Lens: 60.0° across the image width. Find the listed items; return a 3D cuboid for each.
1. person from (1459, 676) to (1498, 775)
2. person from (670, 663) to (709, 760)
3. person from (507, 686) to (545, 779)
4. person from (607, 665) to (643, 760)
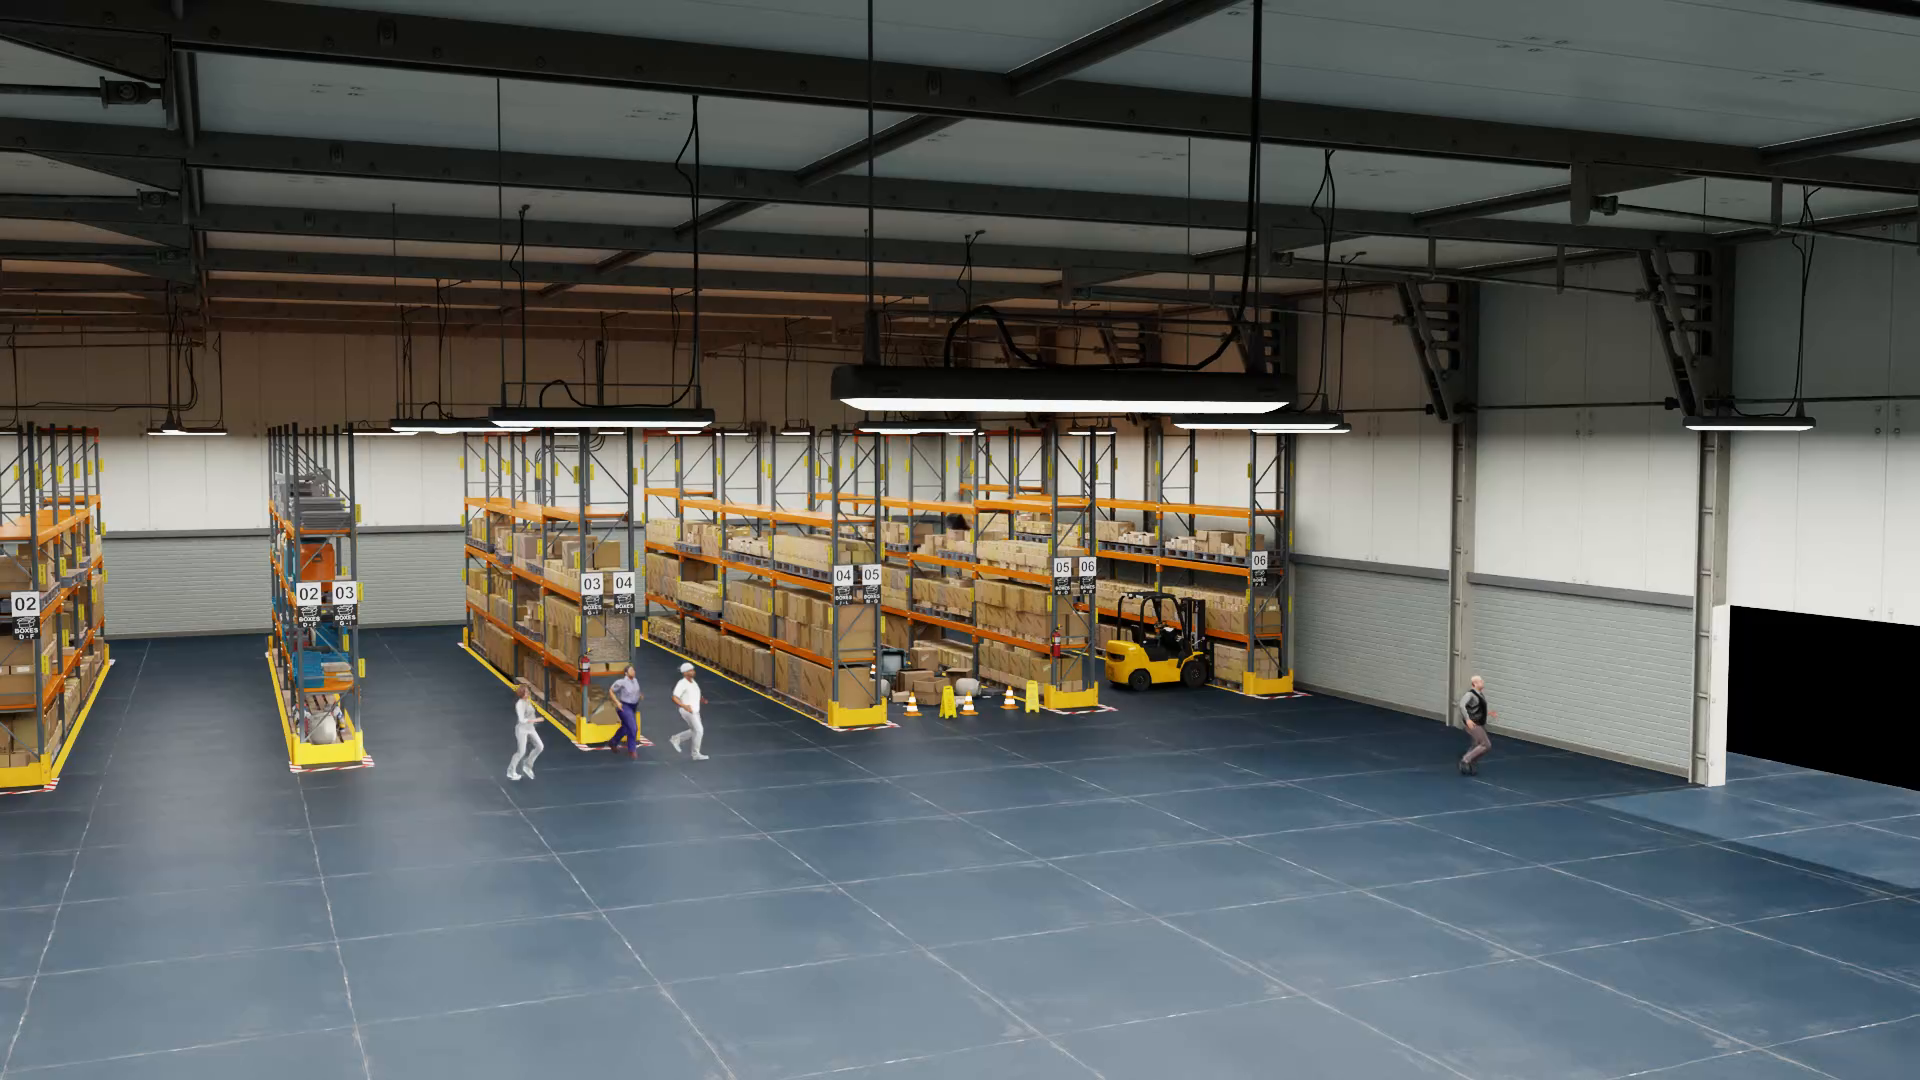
[{"bbox_3d":[8.801,3.185,28.234,0.601,1.613,0.667,2,4,27],"label":"person"},{"bbox_3d":[-4.842,3.050,29.604,0.779,1.730,0.710,1,4,13],"label":"person"},{"bbox_3d":[-7.245,3.220,27.788,0.678,1.589,0.512,1,4,13],"label":"person"},{"bbox_3d":[-6.013,3.088,29.896,0.775,1.704,0.600,1,4,21],"label":"person"}]
